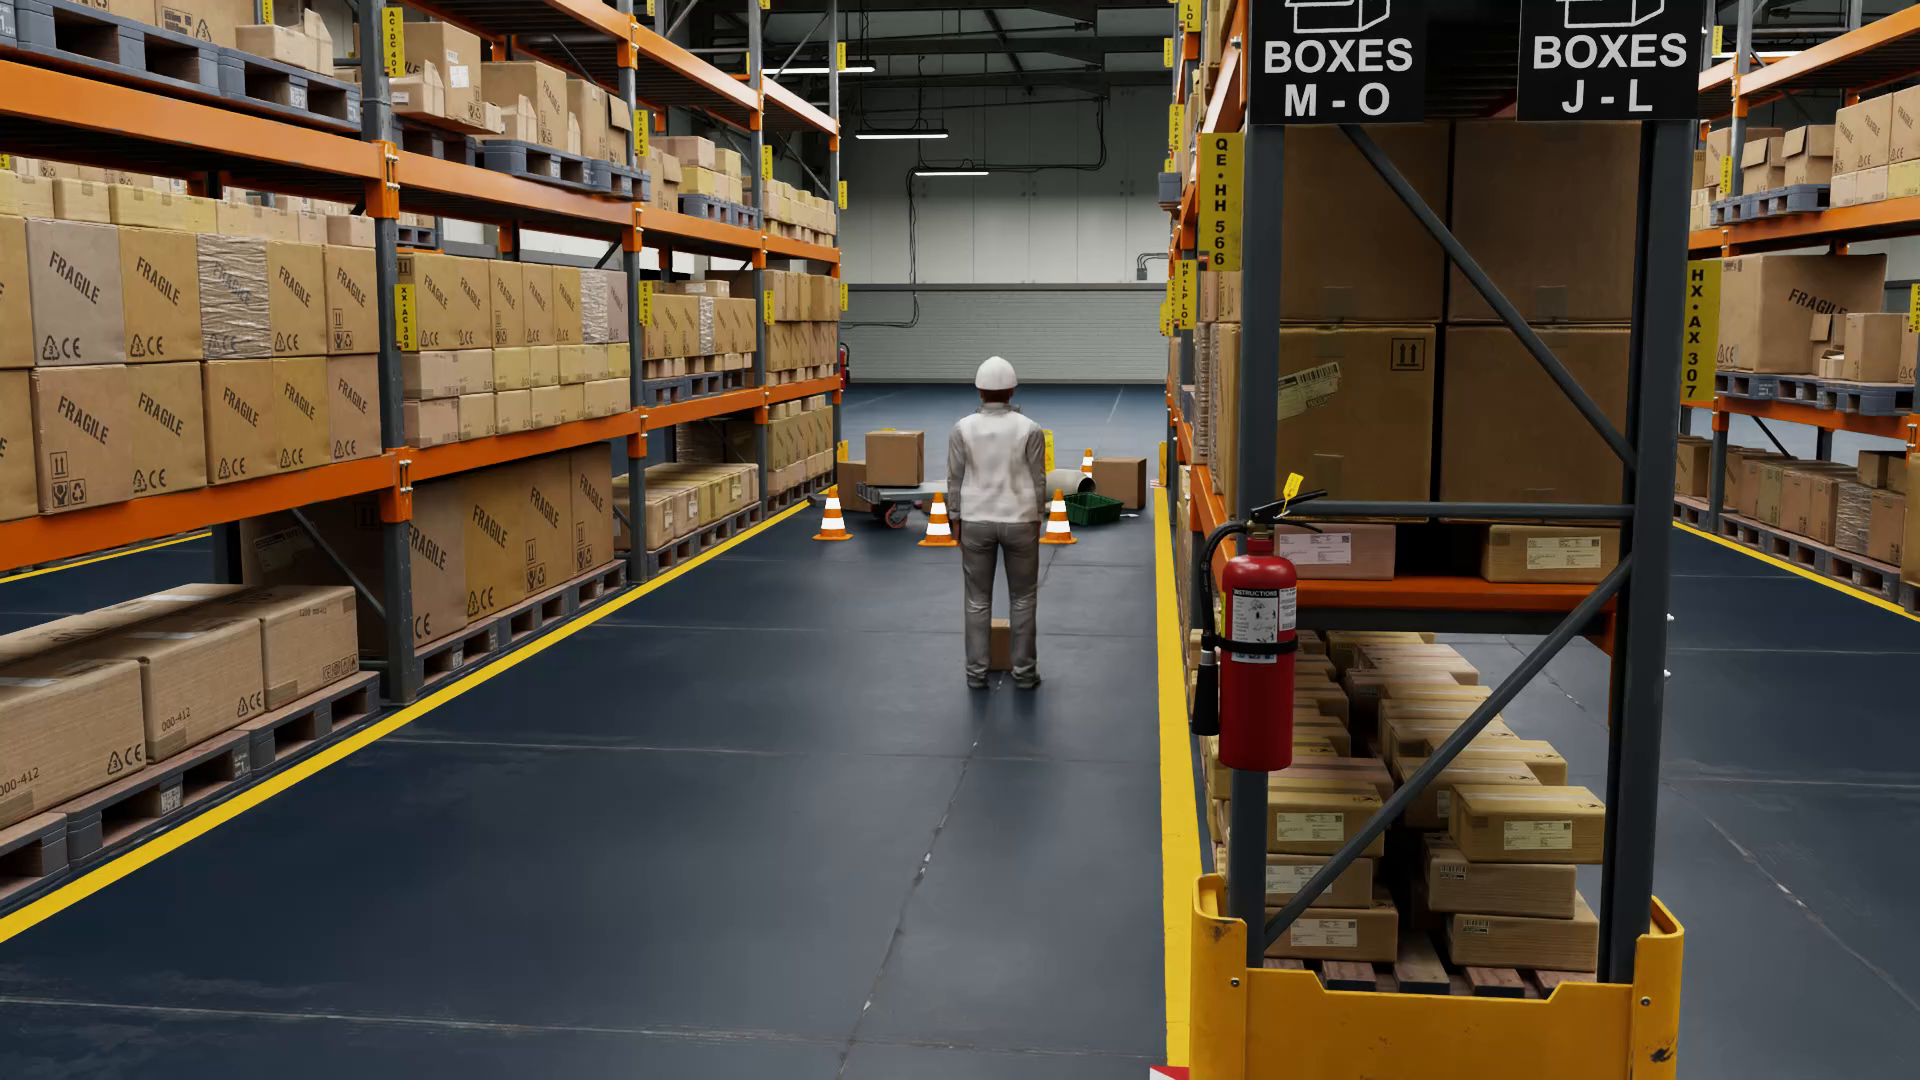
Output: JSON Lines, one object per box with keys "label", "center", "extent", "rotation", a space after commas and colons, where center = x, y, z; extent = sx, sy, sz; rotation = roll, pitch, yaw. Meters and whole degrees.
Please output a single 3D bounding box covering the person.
{"label": "person", "center": [0.198, -0.091, 8.903], "extent": [0.532, 1.767, 0.359], "rotation": [1, 8, 8]}
